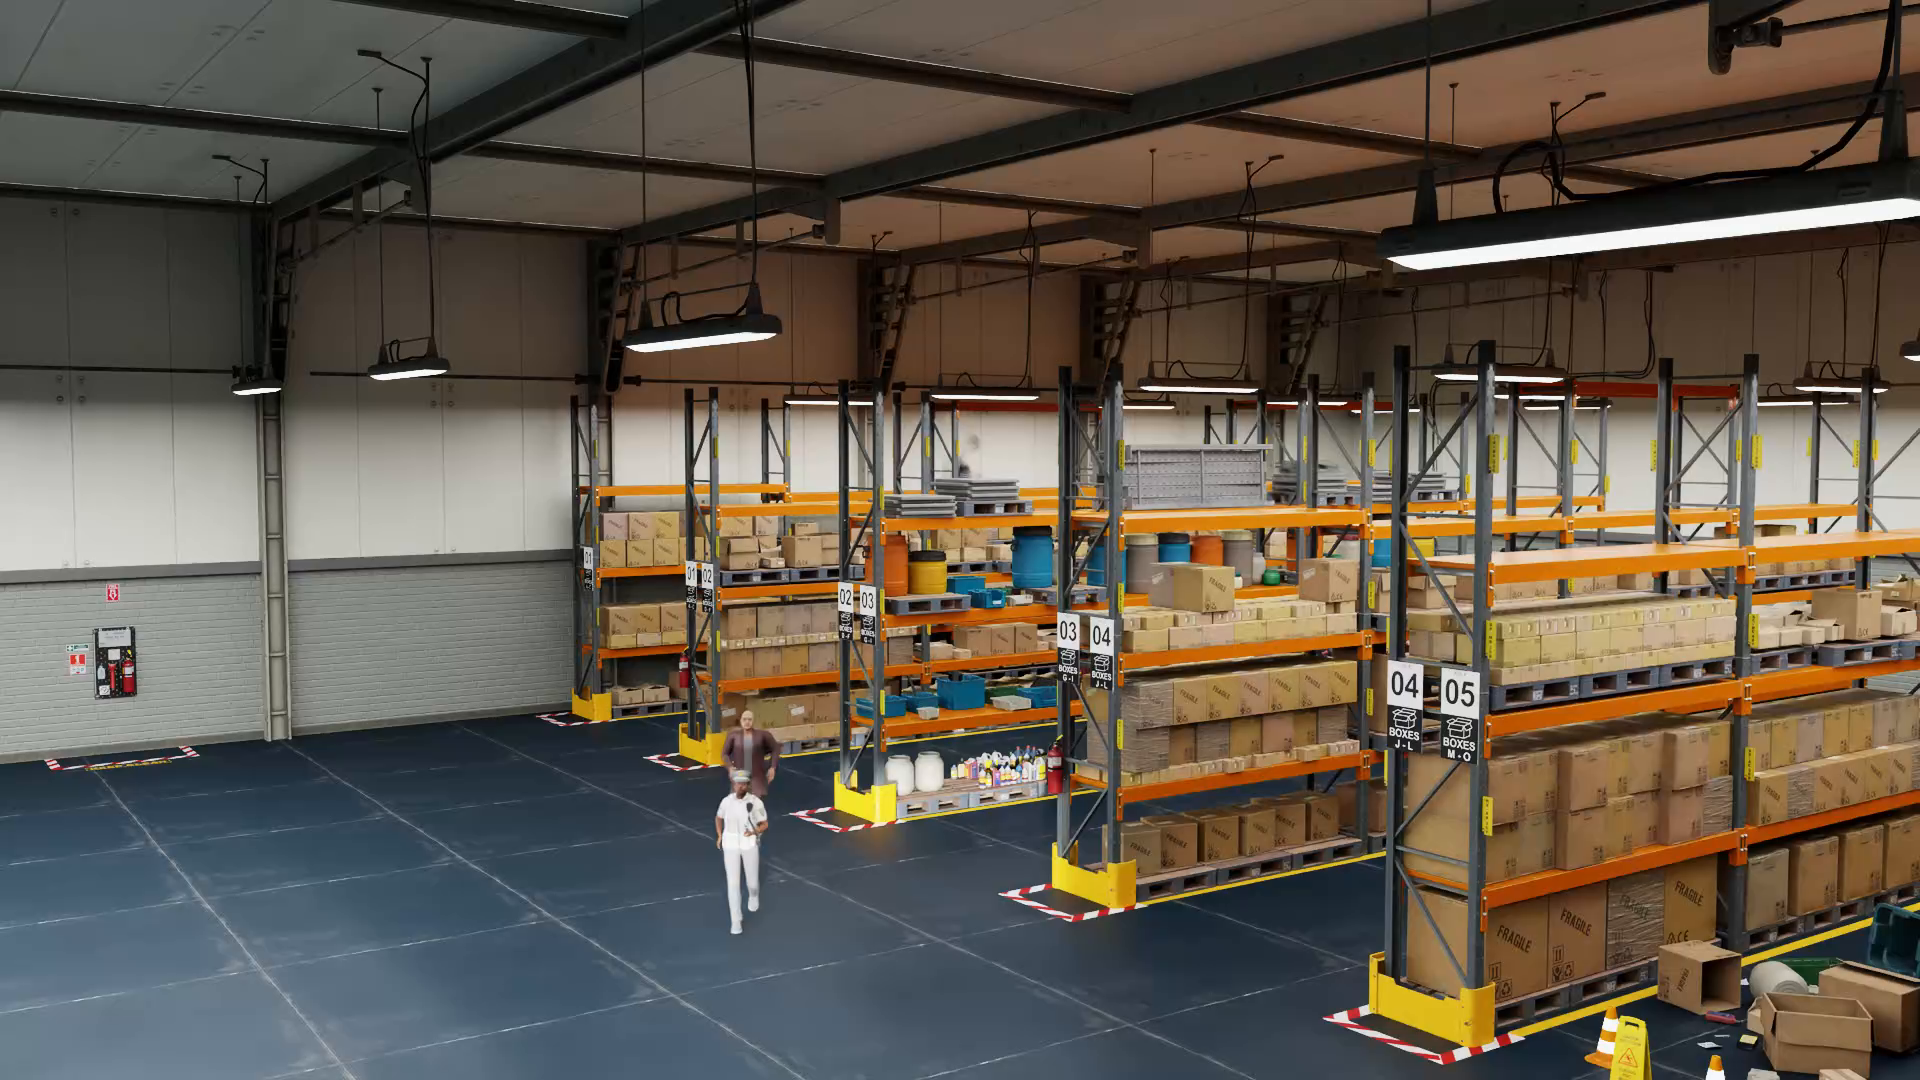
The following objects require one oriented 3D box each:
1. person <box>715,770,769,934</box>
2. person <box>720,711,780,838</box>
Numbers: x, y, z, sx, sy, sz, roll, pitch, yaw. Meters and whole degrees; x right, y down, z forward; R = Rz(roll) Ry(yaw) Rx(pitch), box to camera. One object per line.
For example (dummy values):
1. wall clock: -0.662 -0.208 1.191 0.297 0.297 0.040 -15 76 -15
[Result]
1. person: -2.324 3.259 17.664 0.589 1.669 0.850 0 3 -1
2. person: -2.667 3.028 21.094 0.749 1.735 0.659 0 3 -3
